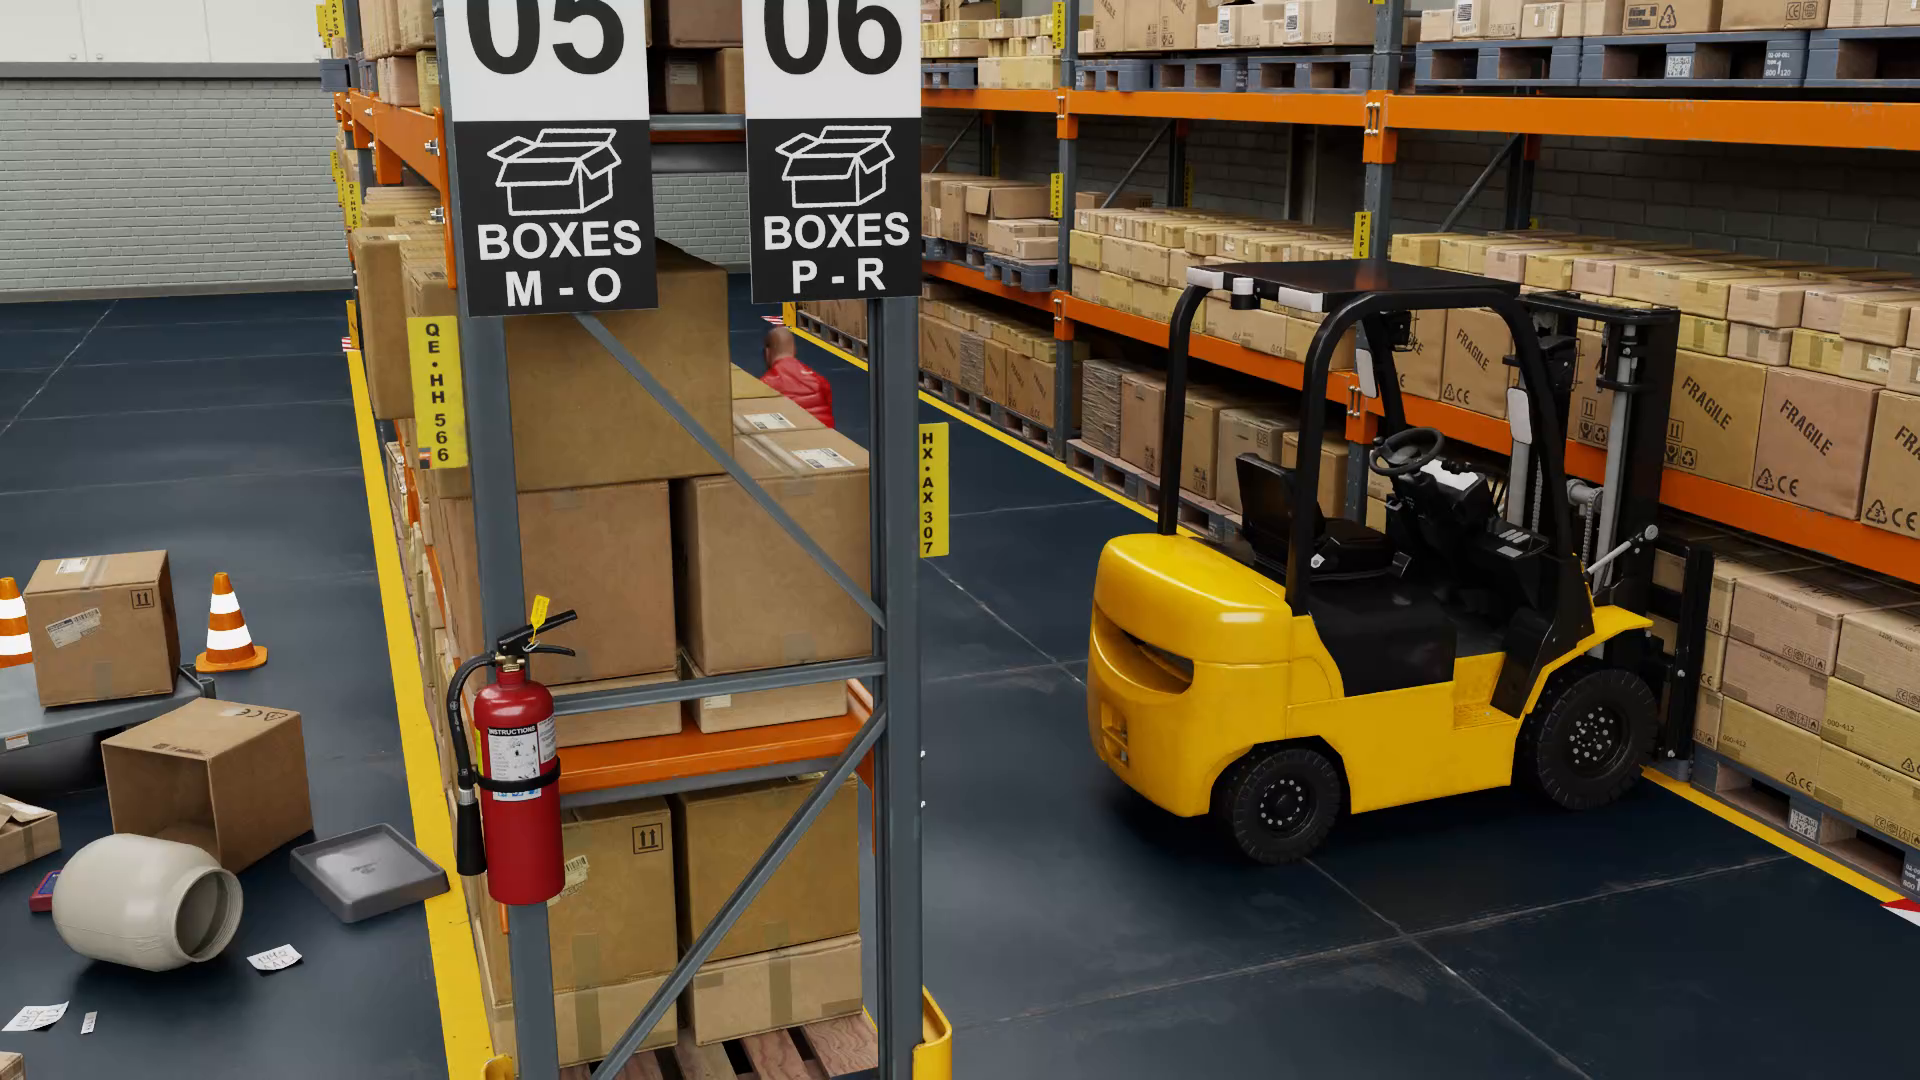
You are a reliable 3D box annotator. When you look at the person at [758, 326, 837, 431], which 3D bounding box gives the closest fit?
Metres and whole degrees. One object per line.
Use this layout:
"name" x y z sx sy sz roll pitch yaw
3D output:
"person" -0.861 -0.288 8.794 0.483 1.631 0.623 -7 17 -22
